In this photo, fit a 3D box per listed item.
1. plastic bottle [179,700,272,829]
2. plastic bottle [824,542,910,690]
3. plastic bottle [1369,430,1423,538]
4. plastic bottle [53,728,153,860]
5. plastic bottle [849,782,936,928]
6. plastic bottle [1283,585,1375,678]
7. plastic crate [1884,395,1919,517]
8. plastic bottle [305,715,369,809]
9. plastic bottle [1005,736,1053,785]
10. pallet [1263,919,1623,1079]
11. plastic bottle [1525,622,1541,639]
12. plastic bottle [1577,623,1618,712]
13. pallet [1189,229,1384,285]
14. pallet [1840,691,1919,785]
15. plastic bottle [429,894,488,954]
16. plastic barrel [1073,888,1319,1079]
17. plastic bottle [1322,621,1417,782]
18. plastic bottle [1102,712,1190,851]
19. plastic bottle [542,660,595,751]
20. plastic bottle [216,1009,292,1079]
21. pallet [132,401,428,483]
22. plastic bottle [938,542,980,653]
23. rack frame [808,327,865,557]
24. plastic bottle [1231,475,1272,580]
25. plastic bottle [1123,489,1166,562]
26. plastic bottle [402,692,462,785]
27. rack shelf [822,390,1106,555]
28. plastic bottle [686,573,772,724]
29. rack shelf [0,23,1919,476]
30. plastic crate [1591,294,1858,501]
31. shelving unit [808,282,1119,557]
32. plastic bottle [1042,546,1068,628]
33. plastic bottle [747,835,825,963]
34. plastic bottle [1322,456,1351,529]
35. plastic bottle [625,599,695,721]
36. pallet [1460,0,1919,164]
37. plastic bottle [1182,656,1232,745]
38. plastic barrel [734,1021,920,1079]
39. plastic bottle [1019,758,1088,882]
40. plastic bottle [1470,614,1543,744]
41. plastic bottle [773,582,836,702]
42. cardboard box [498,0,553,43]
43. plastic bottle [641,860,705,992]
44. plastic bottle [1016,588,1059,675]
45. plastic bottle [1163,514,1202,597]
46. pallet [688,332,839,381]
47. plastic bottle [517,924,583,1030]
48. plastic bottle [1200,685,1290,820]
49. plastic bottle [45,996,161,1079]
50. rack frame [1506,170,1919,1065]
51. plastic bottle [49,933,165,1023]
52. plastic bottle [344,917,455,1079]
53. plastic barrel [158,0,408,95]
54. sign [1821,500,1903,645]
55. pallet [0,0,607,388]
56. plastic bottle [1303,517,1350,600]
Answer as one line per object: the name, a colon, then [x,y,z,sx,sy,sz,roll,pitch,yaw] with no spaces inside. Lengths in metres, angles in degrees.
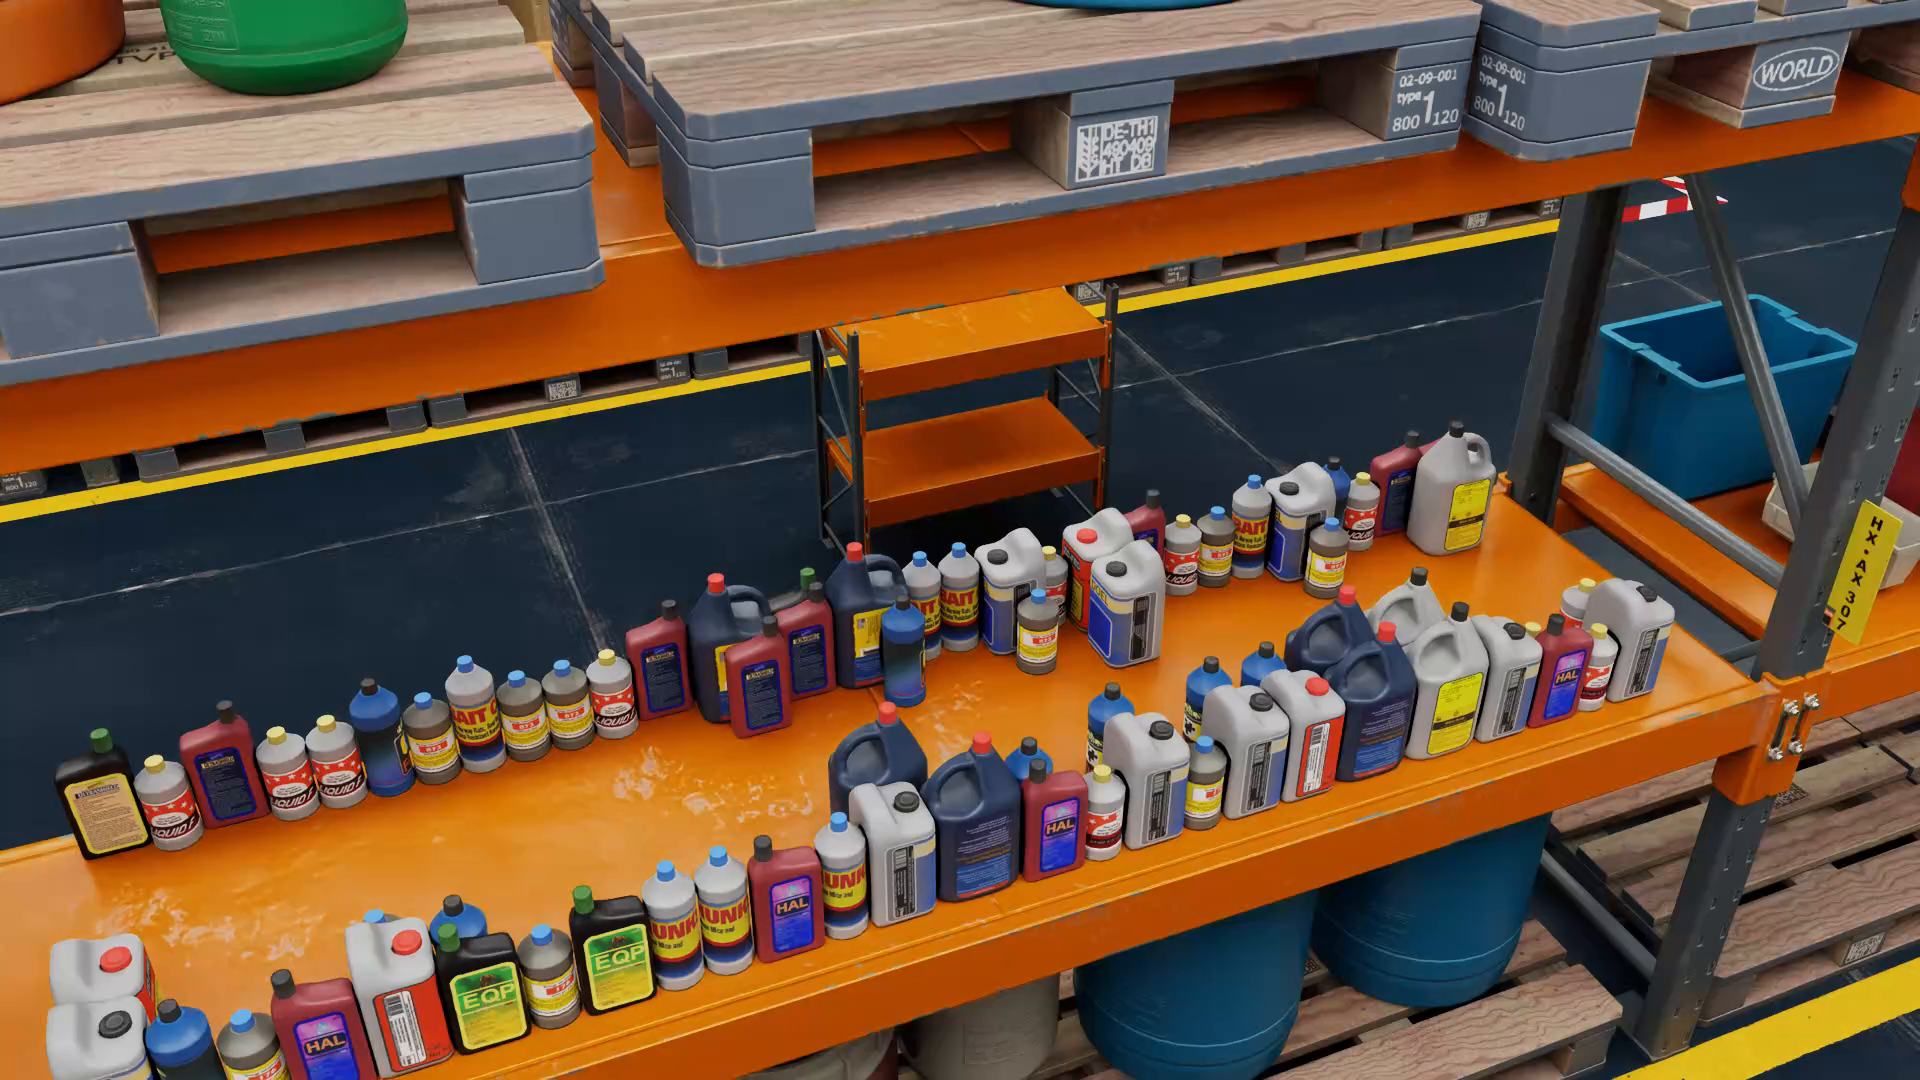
plastic bottle: [-1.511,0.457,3.404,0.133,0.283,0.061,-13,35,-19]
plastic bottle: [-0.213,0.156,3.804,0.185,0.351,0.144,-13,35,-19]
plastic bottle: [1.130,-0.148,4.334,0.133,0.283,0.061,-13,35,-19]
plastic bottle: [-1.724,0.506,3.329,0.133,0.283,0.061,-13,35,-19]
plastic bottle: [-0.129,0.587,3.211,0.135,0.276,0.152,-13,35,-19]
plastic bottle: [0.810,0.258,3.648,0.185,0.351,0.144,-13,35,-19]
plastic crate: [2.677,-0.202,4.196,0.583,0.464,0.402,-13,35,-19]
plastic bottle: [-1.308,0.456,3.481,0.097,0.201,0.097,0,33,0]
plastic bottle: [0.136,0.509,3.336,0.097,0.271,0.097,0,33,0]
pallet: [1.029,1.223,4.677,1.213,0.211,1.003,-13,35,-19]
plastic bottle: [1.276,0.277,3.756,0.097,0.201,0.097,0,33,0]
plastic bottle: [1.422,0.280,3.752,0.097,0.201,0.097,0,33,0]
pallet: [1.603,-1.815,9.345,1.213,0.211,1.003,-13,35,-19]
pallet: [3.546,0.647,5.563,1.213,0.211,1.003,-13,35,-19]
plastic bottle: [-0.887,0.743,2.976,0.097,0.271,0.097,0,33,0]
plastic barrel: [0.596,0.872,4.199,0.708,0.901,0.600,-13,35,-19]
plastic bottle: [0.865,0.331,3.537,0.185,0.351,0.144,-13,35,-19]
plastic bottle: [0.379,0.471,3.389,0.135,0.276,0.152,-13,35,-19]
plastic bottle: [-0.859,0.353,3.639,0.097,0.201,0.097,0,33,0]
plastic bottle: [-1.200,0.880,2.829,0.097,0.201,0.097,0,33,0]
pallet: [-3.142,-0.705,7.639,1.213,0.211,1.003,-13,35,-19]
plastic bottle: [-0.003,0.128,3.922,0.097,0.271,0.097,0,33,0]
rack frame: [-0.462,-0.366,6.280,0.032,1.125,0.500,-13,35,-19]
plastic bottle: [0.728,-0.040,4.178,0.097,0.271,0.097,0,33,0]
plastic bottle: [0.435,0.012,4.089,0.133,0.283,0.061,-13,35,-19]
plastic bottle: [-1.128,0.415,3.545,0.097,0.201,0.097,0,33,0]
rack shelf: [0.006,-0.268,6.579,1.000,0.278,0.538,-13,35,-19]
plastic bottle: [-0.507,0.224,3.701,0.185,0.351,0.144,-13,35,-19]
rack shelf: [-0.087,-0.621,2.864,4.000,0.370,1.077,-13,35,-19]
plastic crate: [2.055,-0.376,4.537,0.575,0.384,0.392,-13,35,-19]
shelving unit: [0.006,-0.473,6.445,1.048,1.125,0.538,-13,35,-19]
plastic bottle: [0.211,0.108,4.016,0.097,0.201,0.097,0,33,0]
plastic bottle: [-0.324,0.656,3.099,0.133,0.283,0.061,-13,35,-19]
plastic bottle: [0.941,-0.089,4.254,0.097,0.271,0.097,0,33,0]
plastic bottle: [-0.670,0.264,3.700,0.133,0.283,0.061,-13,35,-19]
pallet: [1.072,-1.051,3.038,1.003,0.211,1.213,-13,35,-19]
plastic bottle: [0.527,0.365,3.556,0.097,0.271,0.097,0,33,0]
plastic barrel: [-0.446,1.241,3.918,0.708,0.588,0.600,-13,35,-19]
plastic bottle: [0.183,0.540,3.277,0.133,0.283,0.061,-13,35,-19]
plastic bottle: [1.182,0.287,3.672,0.135,0.276,0.152,-13,35,-19]
plastic bottle: [-0.353,0.228,3.756,0.133,0.283,0.061,-13,35,-19]
cardboard box: [-1.762,-2.393,7.201,0.500,0.500,0.700,-23,39,-31]
plastic bottle: [-0.527,0.697,3.047,0.097,0.271,0.097,0,33,0]
plastic bottle: [0.180,0.205,3.867,0.097,0.201,0.097,0,33,0]
plastic bottle: [0.548,0.031,4.134,0.097,0.201,0.097,0,33,0]
pallet: [-0.893,-1.220,8.431,1.213,0.211,1.003,-13,35,-19]
plastic bottle: [-0.740,0.775,2.991,0.097,0.201,0.097,0,33,0]
plastic bottle: [0.593,0.422,3.465,0.135,0.276,0.152,-13,35,-19]
plastic bottle: [-1.407,0.880,2.761,0.135,0.276,0.152,-13,35,-19]
rack frame: [1.757,-0.088,4.134,0.127,3.000,1.000,-13,35,-19]
plastic bottle: [-1.466,0.804,2.878,0.135,0.276,0.152,-13,35,-19]
plastic bottle: [-0.981,0.782,2.911,0.135,0.276,0.152,-13,35,-19]
plastic barrel: [-0.865,-0.719,2.112,0.294,0.245,0.294,0,33,0]
sign: [1.968,0.073,3.633,0.005,0.325,0.100,-13,35,-19]
pallet: [-1.188,-0.534,2.242,1.213,0.211,1.003,-13,35,-19]
plastic bottle: [0.911,0.038,4.124,0.097,0.201,0.097,0,33,0]
